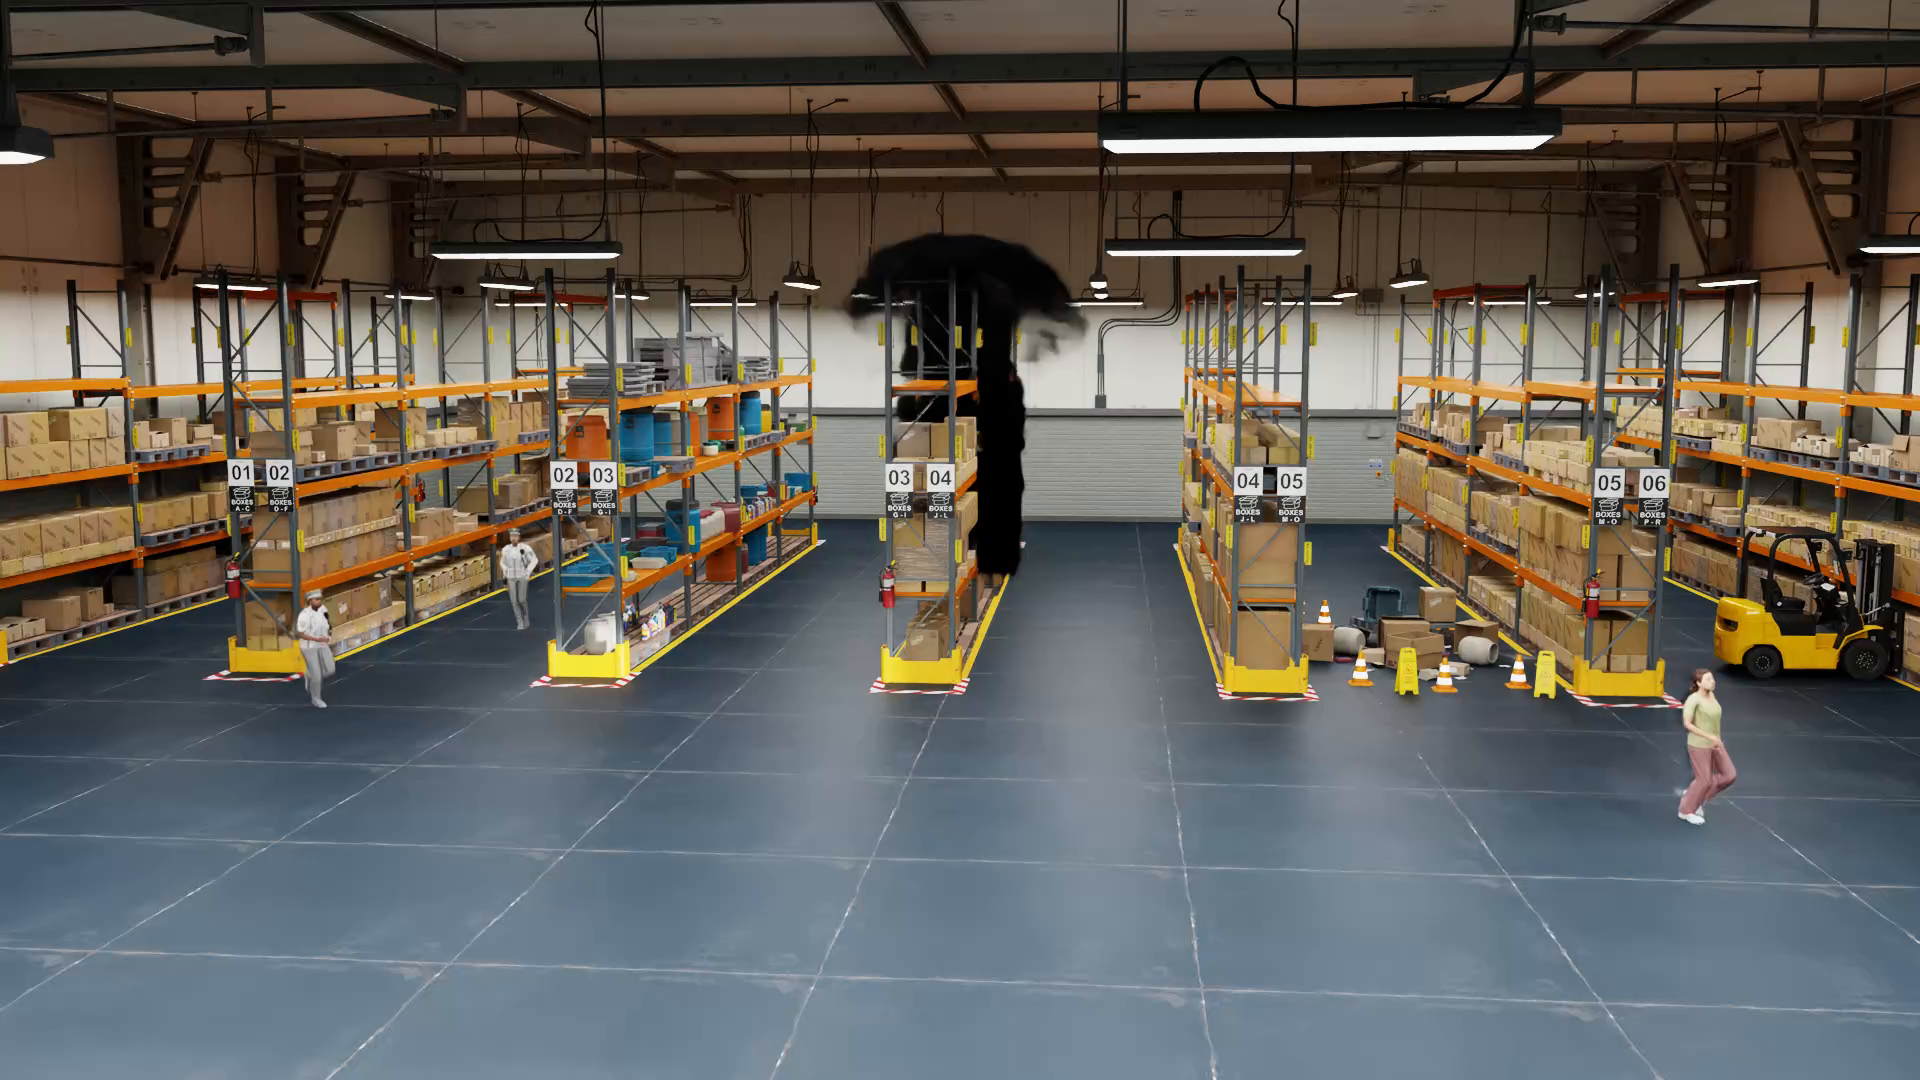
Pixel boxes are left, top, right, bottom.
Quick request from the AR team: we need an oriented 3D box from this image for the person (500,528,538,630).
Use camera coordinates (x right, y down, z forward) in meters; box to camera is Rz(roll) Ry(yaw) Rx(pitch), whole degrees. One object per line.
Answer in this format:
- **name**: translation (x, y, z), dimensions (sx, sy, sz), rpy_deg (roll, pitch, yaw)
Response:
- **person**: translation (-7.144, 0.634, 26.829), dimensions (0.589, 1.680, 0.516), rpy_deg (0, 7, -2)

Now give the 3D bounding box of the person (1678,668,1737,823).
- **person**: translation (7.691, 2.123, 17.129), dimensions (0.590, 1.628, 0.537), rpy_deg (-5, 8, -34)

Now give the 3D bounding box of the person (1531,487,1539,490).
- **person**: translation (12.421, -0.279, 35.980), dimensions (0.676, 1.790, 0.965), rpy_deg (-1, 7, -9)

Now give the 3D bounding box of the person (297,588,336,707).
- **person**: translation (-8.715, 1.461, 22.623), dimensions (0.613, 1.648, 0.616), rpy_deg (4, 8, 29)
